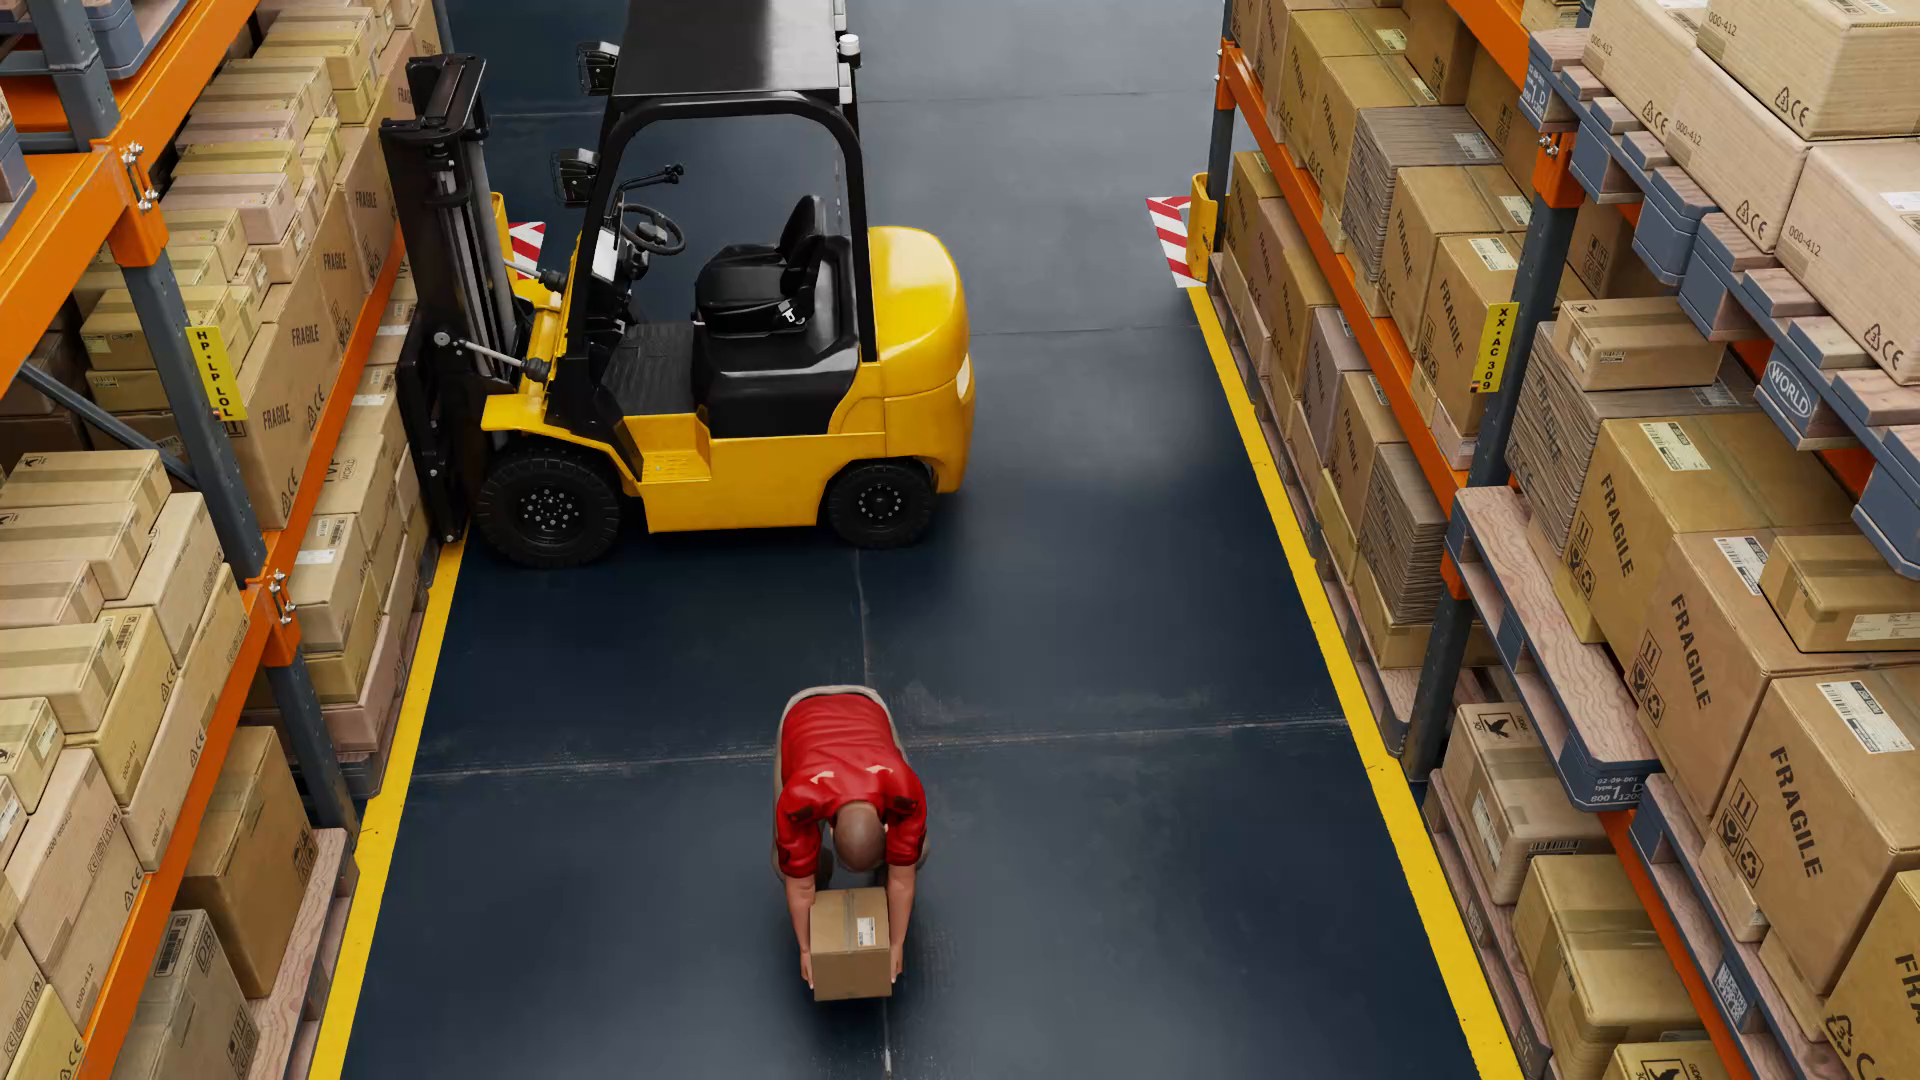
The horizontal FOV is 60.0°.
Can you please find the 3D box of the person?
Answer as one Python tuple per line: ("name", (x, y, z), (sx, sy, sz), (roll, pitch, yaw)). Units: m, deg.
("person", (-0.368, 0.980, 5.551), (0.536, 0.981, 0.930), (-5, 39, -6))
